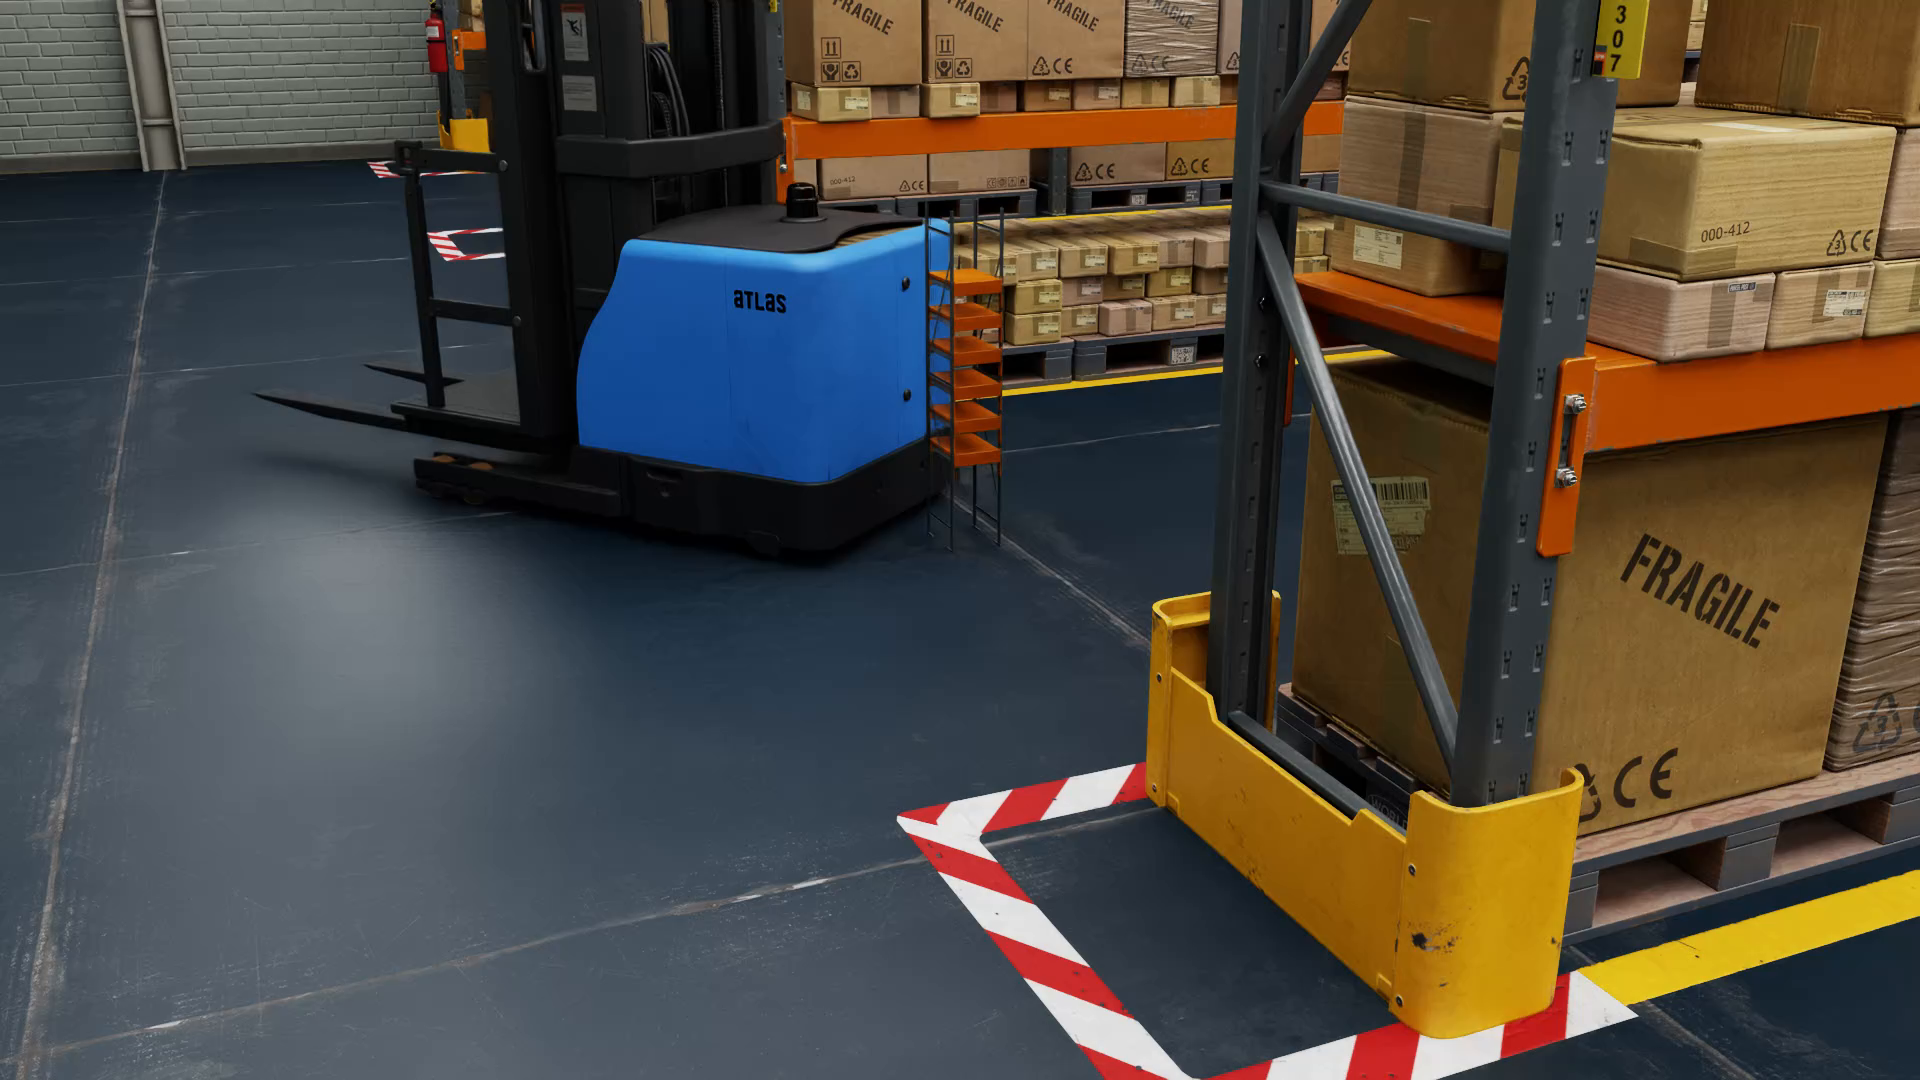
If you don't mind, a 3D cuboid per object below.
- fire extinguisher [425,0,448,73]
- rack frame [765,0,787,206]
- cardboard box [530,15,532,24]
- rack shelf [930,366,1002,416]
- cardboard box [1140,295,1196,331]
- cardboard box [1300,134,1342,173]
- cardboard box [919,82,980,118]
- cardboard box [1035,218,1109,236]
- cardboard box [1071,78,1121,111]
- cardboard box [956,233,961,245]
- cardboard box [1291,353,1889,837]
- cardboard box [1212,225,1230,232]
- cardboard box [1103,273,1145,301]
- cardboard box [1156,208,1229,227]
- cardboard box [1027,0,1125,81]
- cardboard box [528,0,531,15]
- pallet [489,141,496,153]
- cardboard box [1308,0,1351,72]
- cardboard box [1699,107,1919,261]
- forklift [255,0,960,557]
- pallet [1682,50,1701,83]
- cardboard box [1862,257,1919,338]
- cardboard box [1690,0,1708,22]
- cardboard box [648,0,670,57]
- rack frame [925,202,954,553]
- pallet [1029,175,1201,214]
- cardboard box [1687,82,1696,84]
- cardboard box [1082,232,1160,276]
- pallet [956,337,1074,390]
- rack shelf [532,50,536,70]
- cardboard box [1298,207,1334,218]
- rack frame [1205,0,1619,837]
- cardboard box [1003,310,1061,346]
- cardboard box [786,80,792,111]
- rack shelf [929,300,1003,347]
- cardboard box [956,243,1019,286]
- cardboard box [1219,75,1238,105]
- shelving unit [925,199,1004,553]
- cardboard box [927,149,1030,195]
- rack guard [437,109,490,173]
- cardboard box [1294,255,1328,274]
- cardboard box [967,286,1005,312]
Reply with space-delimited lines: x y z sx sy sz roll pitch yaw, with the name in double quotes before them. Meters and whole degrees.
"fire extinguisher" -4.987 -4.798 15.812 0.183 0.674 0.296 -8 21 -22
"rack frame" -1.012 -2.162 7.645 0.127 3.000 1.000 -8 21 -22
"cardboard box" -4.182 -5.105 16.382 0.250 0.149 0.380 -8 21 -23
"rack shelf" 0.013 -0.526 5.843 0.180 0.103 0.258 -8 21 -22
"cardboard box" 1.011 -1.194 8.557 0.250 0.149 0.380 -8 21 -22
"cardboard box" 2.792 -3.725 14.651 0.875 0.875 0.875 -8 21 -21
"cardboard box" -0.099 -2.051 7.709 0.250 0.149 0.380 -9 21 -23
"cardboard box" 0.588 -1.599 8.811 0.250 0.149 0.380 -9 21 -24
"cardboard box" 0.581 -2.179 8.072 0.250 0.149 0.380 -9 21 -23
"cardboard box" -0.185 -1.531 8.618 0.250 0.149 0.380 -9 21 -23
"cardboard box" 1.416 0.060 3.903 0.875 0.875 0.875 -8 21 -22
"cardboard box" 1.511 -1.541 8.646 0.250 0.149 0.380 -9 21 -25
"cardboard box" 0.751 -1.337 8.515 0.250 0.149 0.380 -7 21 -19
"cardboard box" 1.277 -1.723 9.165 0.250 0.149 0.380 -8 21 -21
"cardboard box" 0.446 -2.463 7.902 0.500 0.500 0.500 -8 21 -21
"cardboard box" -4.049 -5.285 16.292 0.500 0.250 0.500 -8 21 -21
"pallet" -4.234 -3.971 16.982 1.213 0.211 1.003 -8 21 -22
"cardboard box" 1.851 -2.658 8.455 0.500 0.500 0.500 -9 21 -23
"cardboard box" 1.882 -0.757 3.432 0.500 0.250 0.500 -8 21 -23
"forklift" -1.541 -1.657 6.314 3.031 2.935 1.130 10 22 27
"pallet" 3.420 -2.654 9.331 1.213 0.211 1.003 -8 21 -22
"cardboard box" 1.786 -0.531 3.393 0.250 0.149 0.380 -9 21 -23
"cardboard box" 3.917 -2.923 9.104 0.250 0.149 0.380 -9 21 -24
"cardboard box" -2.058 -3.756 12.022 0.500 0.500 0.500 -8 21 -23
"rack frame" -0.071 -0.556 5.794 0.006 1.200 0.240 -8 21 -22
"pallet" 1.286 -2.993 14.206 1.213 0.211 1.003 -8 21 -22
"cardboard box" 2.133 -0.984 4.077 0.500 0.250 0.500 -9 21 -24
"cardboard box" 0.804 -1.440 8.360 0.250 0.149 0.380 -8 21 -21
"pallet" -0.182 -0.953 8.409 1.213 0.211 1.003 -8 21 -22
"rack shelf" -1.229 -3.582 12.761 4.000 0.370 1.077 -8 21 -22
"cardboard box" 1.986 -1.822 9.444 0.250 0.149 0.380 -7 21 -19
"rack frame" 0.860 -0.636 3.312 0.127 3.000 1.000 -8 21 -22
"cardboard box" 0.307 -1.081 8.235 0.250 0.149 0.380 -8 21 -21
"cardboard box" -0.825 -2.172 8.053 0.250 0.149 0.380 -8 21 -22
"rack shelf" 0.013 -0.752 5.763 0.180 0.103 0.258 -8 21 -22
"cardboard box" 0.091 -1.328 8.042 0.250 0.149 0.380 -8 21 -22
"cardboard box" 1.290 -2.288 8.382 0.250 0.149 0.380 -8 21 -23
"shelving unit" 0.013 -0.568 5.828 0.189 1.200 0.258 -8 21 -22
"cardboard box" -0.012 -3.124 13.603 0.875 0.438 0.875 -8 21 -23
"rack guard" -4.965 -4.002 16.636 0.348 0.500 1.175 -8 21 -22
"cardboard box" 1.746 -1.460 8.865 0.250 0.149 0.380 -8 21 -21
"cardboard box" 0.034 -1.224 8.194 0.250 0.149 0.380 -8 21 -21
